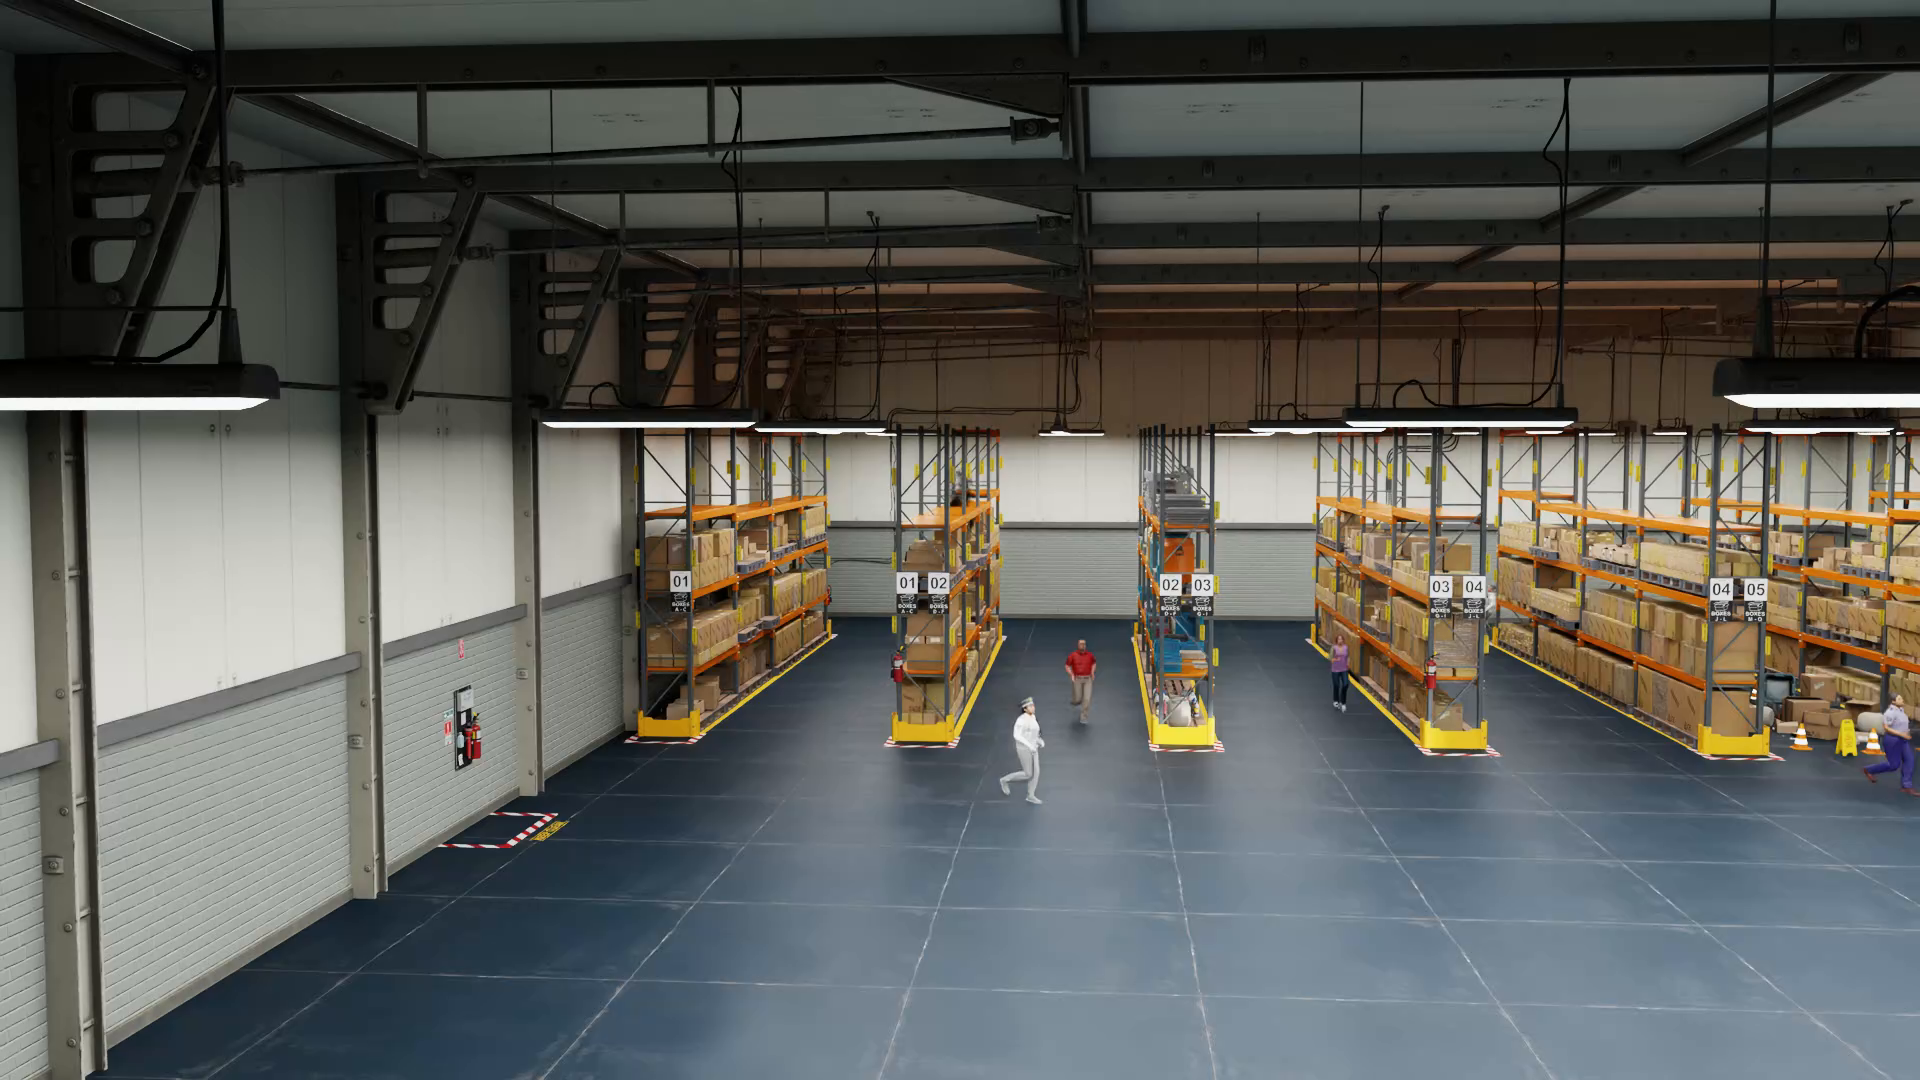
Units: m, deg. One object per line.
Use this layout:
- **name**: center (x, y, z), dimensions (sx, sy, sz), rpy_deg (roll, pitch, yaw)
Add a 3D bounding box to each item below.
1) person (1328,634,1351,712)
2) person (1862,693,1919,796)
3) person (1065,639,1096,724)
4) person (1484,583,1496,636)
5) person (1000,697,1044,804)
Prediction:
- **person**: center (8.002, 2.795, 34.998), dimensions (0.514, 1.635, 0.660), rpy_deg (0, 3, 3)
- **person**: center (15.133, 3.286, 26.951), dimensions (0.618, 1.642, 0.853), rpy_deg (-3, 5, -40)
- **person**: center (2.458, 2.841, 33.558), dimensions (0.663, 1.679, 0.708), rpy_deg (-1, 4, -12)
- **person**: center (15.073, 2.022, 47.556), dimensions (0.545, 1.605, 0.680), rpy_deg (1, 4, 19)
- **person**: center (1.020, 3.303, 26.244), dimensions (0.665, 1.685, 0.622), rpy_deg (2, 4, 30)
